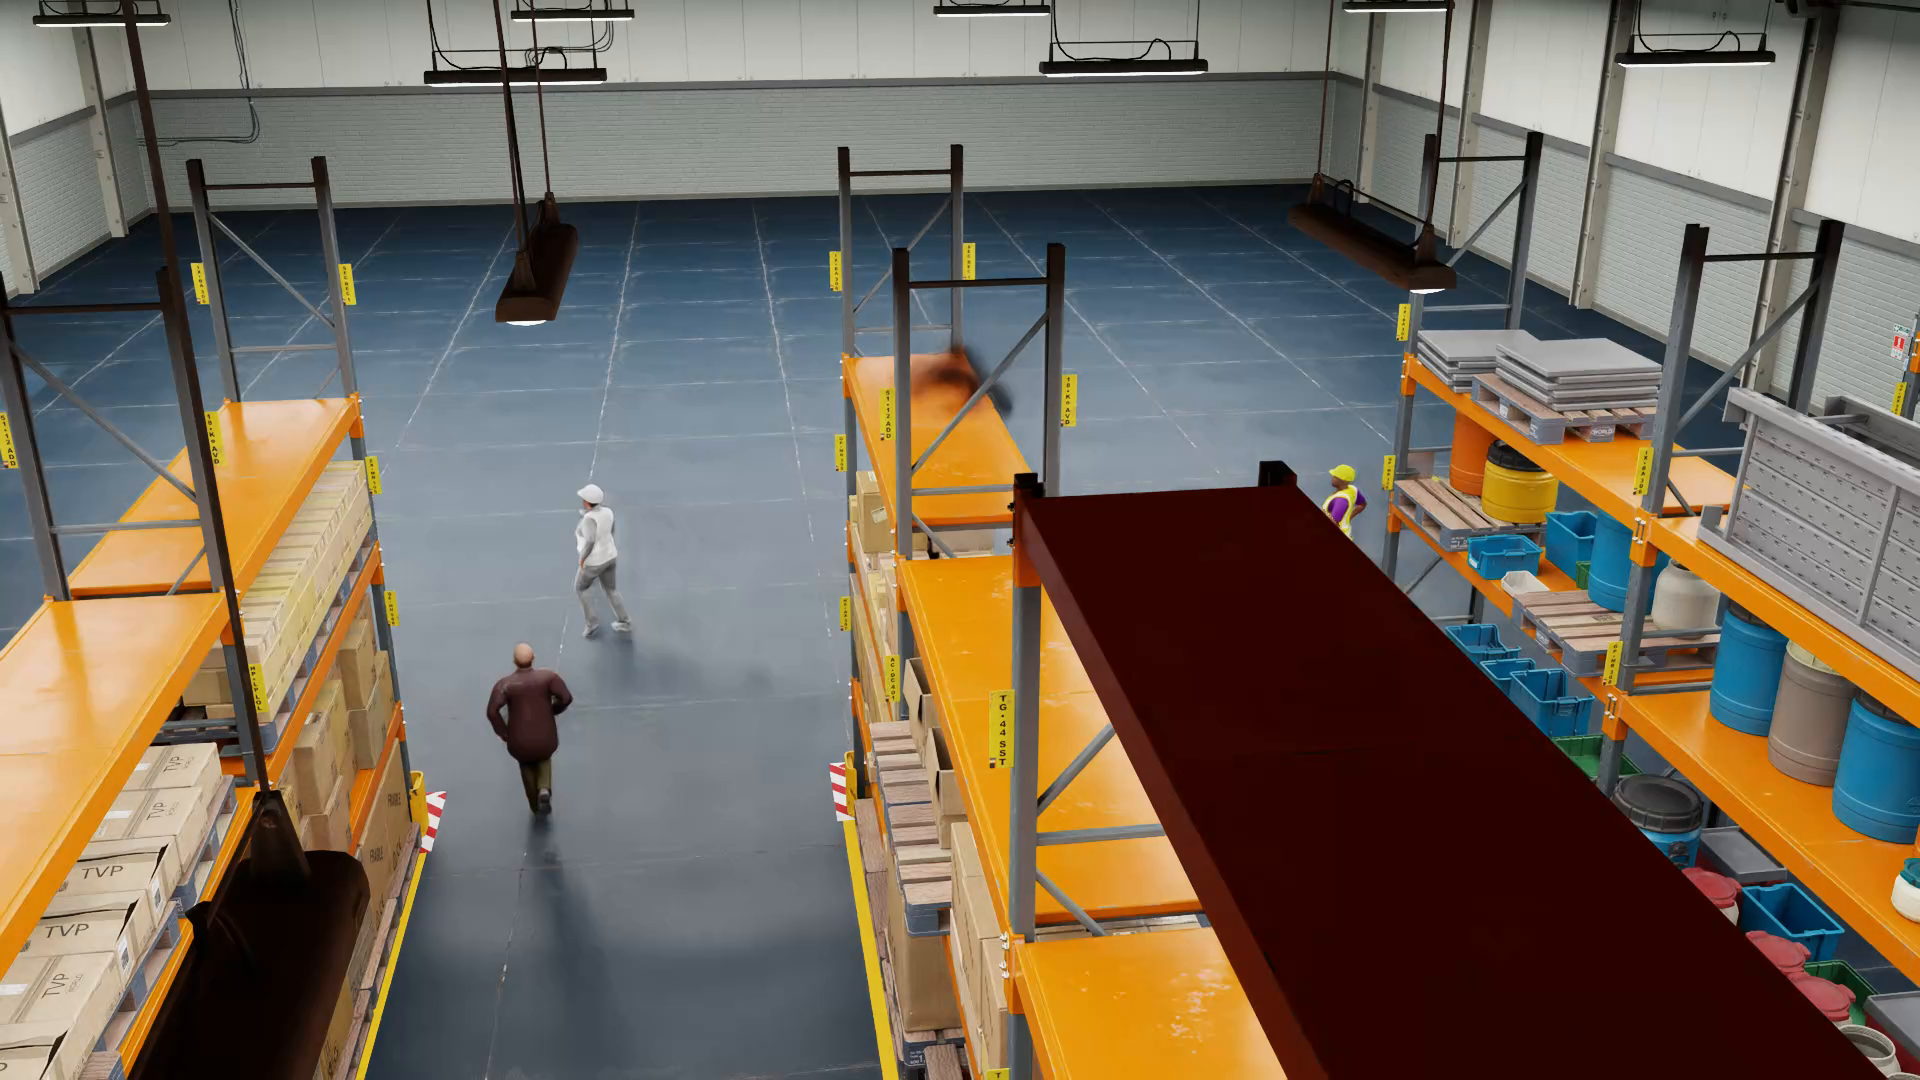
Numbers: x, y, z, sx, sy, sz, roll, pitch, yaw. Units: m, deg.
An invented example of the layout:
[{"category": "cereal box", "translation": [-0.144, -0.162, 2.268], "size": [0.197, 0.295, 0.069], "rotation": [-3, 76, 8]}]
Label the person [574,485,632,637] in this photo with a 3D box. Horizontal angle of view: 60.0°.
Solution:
[{"category": "person", "translation": [-4.069, 0.263, 18.631], "size": [0.748, 1.850, 0.675], "rotation": [13, 25, 30]}]

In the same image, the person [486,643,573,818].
[{"category": "person", "translation": [-3.836, 1.740, 14.923], "size": [0.747, 1.750, 0.621], "rotation": [-7, 23, -16]}]

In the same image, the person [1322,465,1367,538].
[{"category": "person", "translation": [4.352, -0.037, 19.261], "size": [0.984, 1.752, 0.700], "rotation": [7, 23, 17]}]
